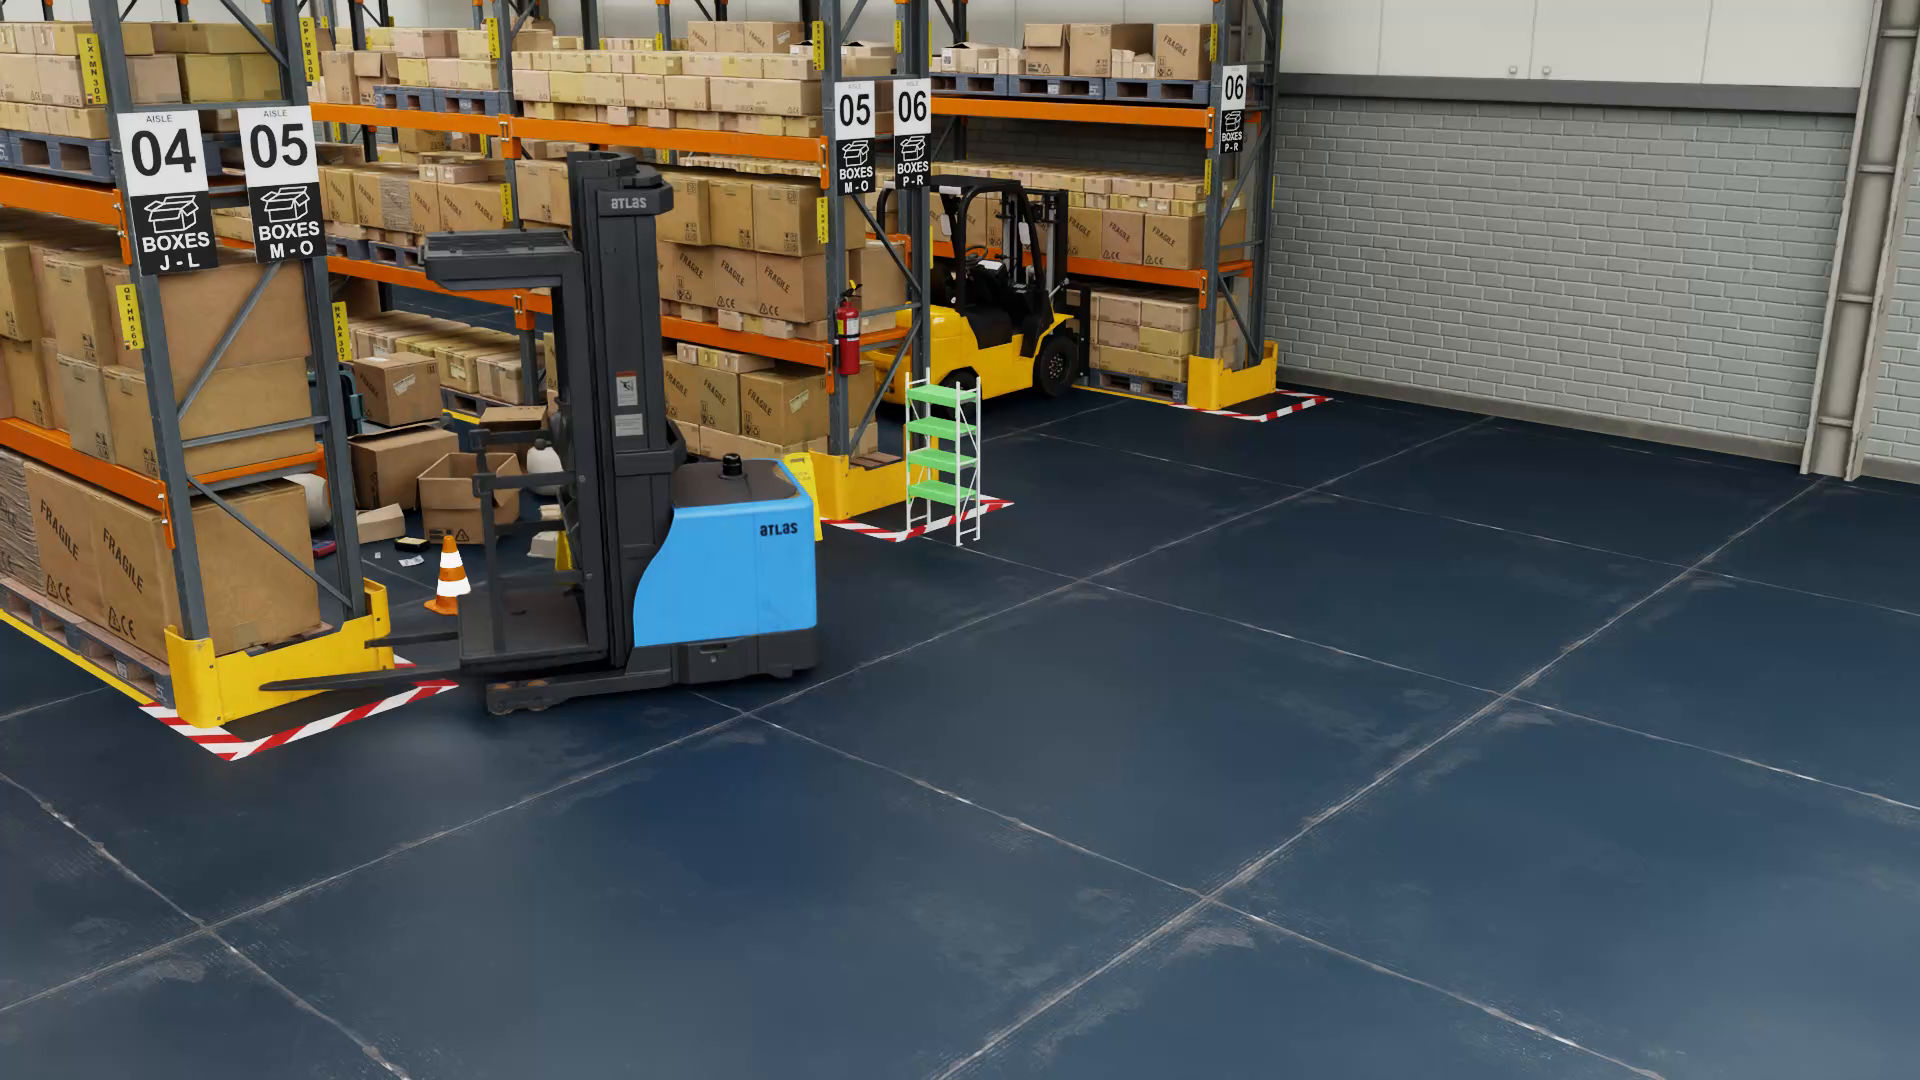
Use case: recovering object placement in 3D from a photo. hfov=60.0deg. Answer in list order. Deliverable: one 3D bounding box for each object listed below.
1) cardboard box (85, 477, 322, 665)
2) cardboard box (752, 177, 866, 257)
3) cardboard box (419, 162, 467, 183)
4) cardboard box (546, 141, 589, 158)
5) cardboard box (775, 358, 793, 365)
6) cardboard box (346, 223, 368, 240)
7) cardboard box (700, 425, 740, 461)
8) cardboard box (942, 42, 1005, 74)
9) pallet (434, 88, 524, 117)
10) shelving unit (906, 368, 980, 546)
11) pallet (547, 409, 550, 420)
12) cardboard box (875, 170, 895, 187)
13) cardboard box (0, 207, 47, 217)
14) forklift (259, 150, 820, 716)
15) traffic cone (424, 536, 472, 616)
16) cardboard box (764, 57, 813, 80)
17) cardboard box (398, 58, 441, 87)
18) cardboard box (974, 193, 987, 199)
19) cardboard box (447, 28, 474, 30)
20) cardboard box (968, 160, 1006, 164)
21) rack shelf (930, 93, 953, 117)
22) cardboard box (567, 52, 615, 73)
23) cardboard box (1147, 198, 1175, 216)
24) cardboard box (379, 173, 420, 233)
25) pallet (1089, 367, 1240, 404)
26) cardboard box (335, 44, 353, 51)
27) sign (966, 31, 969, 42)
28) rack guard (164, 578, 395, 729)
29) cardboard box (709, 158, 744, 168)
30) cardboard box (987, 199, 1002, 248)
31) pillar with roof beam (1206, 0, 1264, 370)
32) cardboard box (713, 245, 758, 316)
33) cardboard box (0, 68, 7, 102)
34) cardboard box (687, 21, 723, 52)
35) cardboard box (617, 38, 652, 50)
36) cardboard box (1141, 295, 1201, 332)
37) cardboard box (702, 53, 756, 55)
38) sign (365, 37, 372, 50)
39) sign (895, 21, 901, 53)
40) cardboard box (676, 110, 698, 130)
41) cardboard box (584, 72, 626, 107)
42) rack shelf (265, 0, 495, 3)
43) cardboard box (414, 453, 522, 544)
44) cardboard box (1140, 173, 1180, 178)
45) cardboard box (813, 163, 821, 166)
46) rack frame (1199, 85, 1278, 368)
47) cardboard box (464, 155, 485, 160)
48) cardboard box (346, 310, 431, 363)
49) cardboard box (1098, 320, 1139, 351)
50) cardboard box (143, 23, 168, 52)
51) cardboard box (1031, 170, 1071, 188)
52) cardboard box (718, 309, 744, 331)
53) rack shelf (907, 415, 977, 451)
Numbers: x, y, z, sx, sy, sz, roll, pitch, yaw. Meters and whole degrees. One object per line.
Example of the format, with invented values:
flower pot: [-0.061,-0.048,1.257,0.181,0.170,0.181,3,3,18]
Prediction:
cardboard box: [-4.366,0.111,9.622,0.875,0.875,0.875,15,23,40]
cardboard box: [-1.132,-2.440,12.531,0.500,0.500,0.700,14,23,38]
cardboard box: [-4.836,-3.449,15.598,0.250,0.149,0.380,14,22,37]
cardboard box: [-5.100,-5.092,22.340,0.500,0.500,0.700,15,23,39]
cardboard box: [-1.436,-1.301,13.864,0.500,0.500,0.500,14,22,37]
cardboard box: [-5.913,-3.110,16.675,0.250,0.149,0.380,15,23,40]
cardboard box: [-1.770,-0.818,13.580,0.500,0.250,0.500,15,23,39]
cardboard box: [0.156,-5.061,17.428,0.500,0.311,0.500,16,23,40]
pallet: [-3.987,-4.012,15.147,1.003,0.211,1.213,15,23,39]
shelving unit: [-0.124,-0.605,12.035,0.503,1.200,0.258,15,23,39]
pallet: [-3.071,-1.068,15.128,1.213,0.211,1.003,15,23,39]
cardboard box: [-0.912,-4.071,18.742,0.250,0.149,0.380,15,23,38]
cardboard box: [-6.553,-1.888,11.069,0.550,0.550,0.875,15,23,39]
forklift: [-2.386,-0.616,9.208,3.031,2.935,1.130,-5,18,-16]
traffic cone: [-3.269,0.201,10.714,0.334,0.463,0.336,15,23,39]
cardboard box: [-1.221,-3.472,12.233,0.250,0.149,0.380,16,23,40]
cardboard box: [-4.885,-4.372,15.524,0.500,0.250,0.500,15,23,40]
cardboard box: [0.303,-3.717,17.627,0.250,0.149,0.380,16,23,40]
cardboard box: [-6.825,-7.039,23.304,0.500,0.250,0.500,15,23,39]
cardboard box: [0.295,-4.091,18.313,0.250,0.149,0.380,14,23,38]
rack shelf: [-1.800,-5.136,19.567,4.000,0.370,1.077,15,23,39]
cardboard box: [-2.993,-3.917,13.635,0.250,0.149,0.380,15,23,39]
cardboard box: [2.031,-3.252,16.163,0.250,0.149,0.380,16,23,40]
cardboard box: [-5.240,-3.264,16.085,0.500,0.500,0.500,14,22,37]
pallet: [2.088,-1.660,16.992,1.213,0.211,1.003,15,23,39]
cardboard box: [-9.129,-7.406,25.287,0.500,0.250,0.500,15,23,39]
sign: [0.063,-5.487,18.499,0.005,0.325,0.100,15,23,39]
rack guard: [-3.797,0.616,9.345,0.348,0.500,1.175,15,23,39]
cardboard box: [-2.844,-4.578,20.340,0.250,0.149,0.380,16,24,41]
cardboard box: [0.634,-3.345,17.527,0.500,0.500,0.500,15,23,39]
pillar with roof beam: [-0.093,-5.074,13.222,0.400,9.000,9.100,15,23,39]
cardboard box: [-1.565,-2.058,12.982,0.500,0.500,0.500,15,23,39]
cardboard box: [-5.115,-2.565,9.173,0.500,0.250,0.500,15,23,39]
cardboard box: [-2.916,-5.975,19.998,0.500,0.500,0.500,15,23,40]
cardboard box: [-4.109,-6.262,21.021,0.250,0.149,0.380,14,22,37]
cardboard box: [2.136,-2.233,16.386,0.500,0.250,0.500,16,24,41]
cardboard box: [-1.852,-3.841,13.394,0.250,0.149,0.380,16,23,40]
sign: [-6.226,-5.126,17.490,0.005,0.325,0.100,15,23,39]
sign: [-0.657,-5.349,17.674,0.005,0.325,0.100,15,23,39]
cardboard box: [-1.996,-3.303,13.016,0.250,0.149,0.380,14,22,38]
cardboard box: [-2.691,-3.669,13.510,0.500,0.250,0.500,15,23,40]
rack shelf: [-5.092,-5.251,15.633,4.000,0.370,1.077,15,23,39]
cardboard box: [-3.599,-0.311,12.259,0.637,0.503,0.797,0,18,2]
cardboard box: [2.023,-3.622,16.836,0.250,0.149,0.380,15,23,40]
cardboard box: [-1.534,-4.440,19.906,0.250,0.149,0.380,15,23,40]
rack frame: [2.687,-2.845,16.116,0.127,3.000,1.000,15,23,39]
cardboard box: [-6.831,-5.371,23.834,0.500,0.250,0.500,16,23,41]
cardboard box: [-6.172,-2.159,17.606,0.625,0.372,0.950,13,22,36]
cardboard box: [1.748,-2.103,16.803,0.500,0.250,0.500,15,23,39]
cardboard box: [-4.231,-2.759,9.126,0.250,0.149,0.380,15,23,39]
cardboard box: [0.951,-3.728,17.172,0.250,0.149,0.380,15,23,39]
cardboard box: [-1.680,-1.755,13.097,0.250,0.149,0.380,16,23,40]
rack shelf: [-0.124,-0.773,11.982,0.480,0.148,0.258,15,23,39]
